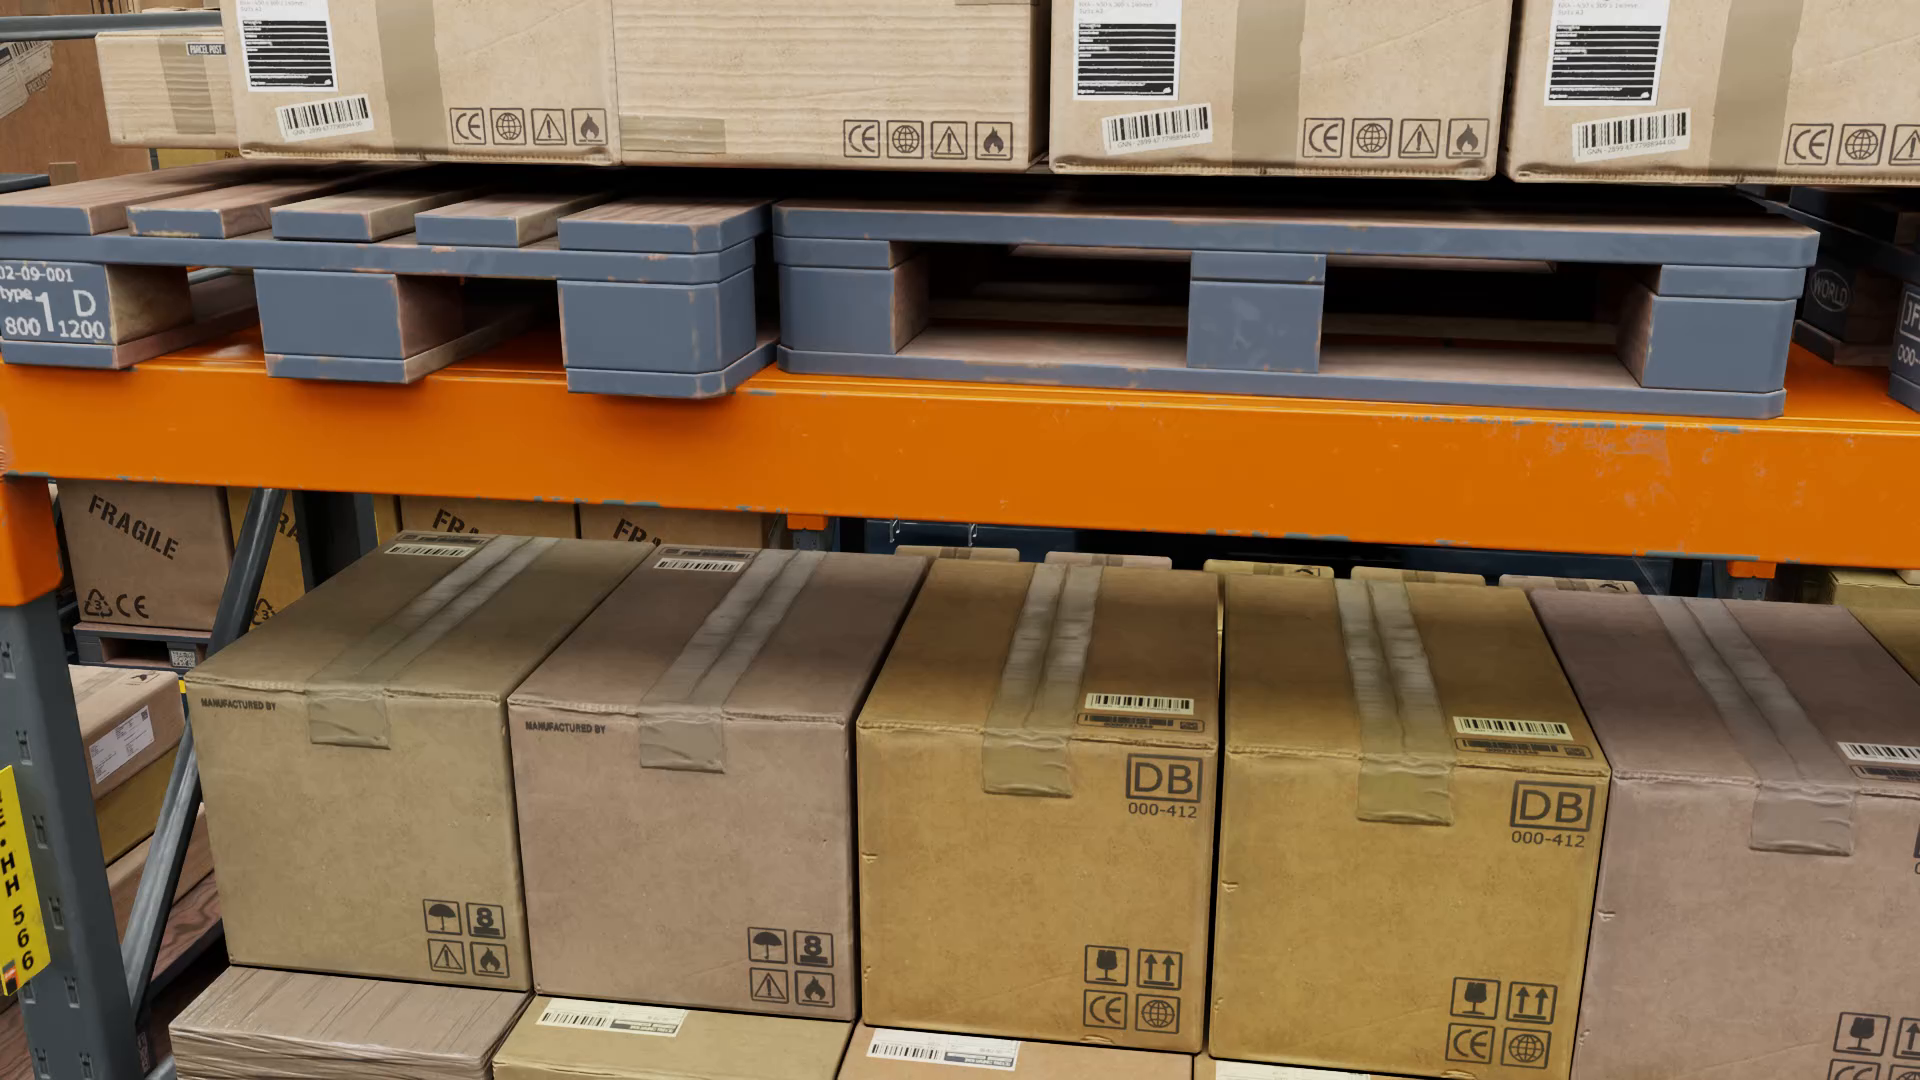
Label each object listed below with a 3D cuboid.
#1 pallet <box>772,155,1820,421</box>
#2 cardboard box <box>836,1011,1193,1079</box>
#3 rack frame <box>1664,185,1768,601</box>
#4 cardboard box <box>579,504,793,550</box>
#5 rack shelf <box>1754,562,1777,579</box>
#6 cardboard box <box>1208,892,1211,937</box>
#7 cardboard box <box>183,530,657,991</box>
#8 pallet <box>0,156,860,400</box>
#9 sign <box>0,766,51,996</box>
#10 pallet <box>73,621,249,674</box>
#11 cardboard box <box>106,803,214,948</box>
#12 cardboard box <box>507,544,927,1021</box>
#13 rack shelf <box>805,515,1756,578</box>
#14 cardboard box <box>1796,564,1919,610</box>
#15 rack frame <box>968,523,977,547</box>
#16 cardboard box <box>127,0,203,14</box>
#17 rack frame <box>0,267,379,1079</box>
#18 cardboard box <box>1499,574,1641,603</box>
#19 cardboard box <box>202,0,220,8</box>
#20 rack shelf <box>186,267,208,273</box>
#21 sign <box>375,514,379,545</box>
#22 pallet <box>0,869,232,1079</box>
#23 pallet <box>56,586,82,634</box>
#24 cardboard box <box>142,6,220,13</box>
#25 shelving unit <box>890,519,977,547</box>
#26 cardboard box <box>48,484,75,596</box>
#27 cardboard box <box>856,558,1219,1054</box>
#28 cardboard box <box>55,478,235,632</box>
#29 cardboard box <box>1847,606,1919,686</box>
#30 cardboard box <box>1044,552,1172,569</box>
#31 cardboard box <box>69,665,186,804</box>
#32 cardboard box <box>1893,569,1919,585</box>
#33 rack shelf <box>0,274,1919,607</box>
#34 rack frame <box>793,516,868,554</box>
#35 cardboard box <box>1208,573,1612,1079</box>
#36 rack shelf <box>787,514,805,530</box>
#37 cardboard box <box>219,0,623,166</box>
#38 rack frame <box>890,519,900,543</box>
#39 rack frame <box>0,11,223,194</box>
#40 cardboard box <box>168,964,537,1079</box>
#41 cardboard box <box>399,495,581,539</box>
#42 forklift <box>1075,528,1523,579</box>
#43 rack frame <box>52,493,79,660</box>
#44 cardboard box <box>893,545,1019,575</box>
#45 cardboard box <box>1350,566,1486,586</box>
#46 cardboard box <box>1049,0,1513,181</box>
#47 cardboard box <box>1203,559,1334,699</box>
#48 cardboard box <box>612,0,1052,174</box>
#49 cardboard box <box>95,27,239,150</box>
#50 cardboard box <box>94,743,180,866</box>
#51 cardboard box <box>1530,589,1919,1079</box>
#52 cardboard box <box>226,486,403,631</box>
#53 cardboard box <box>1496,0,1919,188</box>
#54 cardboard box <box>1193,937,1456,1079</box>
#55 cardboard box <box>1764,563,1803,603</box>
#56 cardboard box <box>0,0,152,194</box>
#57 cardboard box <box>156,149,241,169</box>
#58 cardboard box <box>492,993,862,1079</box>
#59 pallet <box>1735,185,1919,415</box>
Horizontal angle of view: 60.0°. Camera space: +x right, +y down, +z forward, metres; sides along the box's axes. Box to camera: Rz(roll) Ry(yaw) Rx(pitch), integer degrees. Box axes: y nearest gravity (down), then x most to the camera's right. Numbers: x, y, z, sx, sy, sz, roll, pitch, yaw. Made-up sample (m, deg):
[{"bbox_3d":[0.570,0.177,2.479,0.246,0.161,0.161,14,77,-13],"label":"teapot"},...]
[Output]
[{"bbox_3d":[0.452,-0.428,2.426,1.213,0.211,1.003,4,19,11],"label":"pallet"},{"bbox_3d":[0.104,0.943,2.598,0.500,0.500,0.500,3,19,9],"label":"cardboard box"},{"bbox_3d":[3.338,-0.521,7.133,0.127,3.000,1.000,3,19,9],"label":"rack frame"},{"bbox_3d":[-1.280,0.025,8.187,0.875,0.875,0.875,3,19,8],"label":"cardboard box"},{"bbox_3d":[5.313,-0.079,6.946,4.000,0.370,1.077,3,19,9],"label":"rack shelf"},{"bbox_3d":[0.683,0.800,3.028,0.500,0.500,0.500,3,19,10],"label":"cardboard box"},{"bbox_3d":[-0.855,0.338,2.833,0.500,0.500,0.700,3,19,8],"label":"cardboard box"},{"bbox_3d":[-0.652,-0.484,2.592,1.003,0.211,1.213,4,19,11],"label":"pallet"},{"bbox_3d":[-1.373,0.492,2.404,0.005,0.325,0.100,3,19,9],"label":"sign"},{"bbox_3d":[-3.787,0.414,8.733,1.213,0.211,1.003,3,19,9],"label":"pallet"},{"bbox_3d":[-1.706,0.668,3.314,0.250,0.149,0.380,3,19,8],"label":"cardboard box"},{"bbox_3d":[-0.355,0.363,2.759,0.500,0.500,0.700,3,19,8],"label":"cardboard box"},{"bbox_3d":[1.364,-0.281,7.548,4.000,0.370,1.077,3,19,9],"label":"rack shelf"},{"bbox_3d":[3.878,0.342,7.042,0.500,0.500,0.500,4,19,11],"label":"cardboard box"},{"bbox_3d":[0.077,-0.565,10.101,0.015,1.200,0.240,3,19,9],"label":"rack frame"},{"bbox_3d":[-3.736,-2.458,7.374,0.500,0.500,0.500,3,19,8],"label":"cardboard box"},{"bbox_3d":[-1.296,0.833,3.085,0.127,3.000,1.000,3,19,9],"label":"rack frame"},{"bbox_3d":[2.820,0.500,7.560,0.625,0.372,0.950,3,19,9],"label":"cardboard box"},{"bbox_3d":[-3.657,-2.525,7.872,0.500,0.311,0.500,3,19,9],"label":"cardboard box"},{"bbox_3d":[-3.271,-0.349,3.024,4.000,0.370,1.077,3,19,9],"label":"rack shelf"},{"bbox_3d":[-1.212,0.110,3.421,0.005,0.325,0.100,3,19,9],"label":"sign"},{"bbox_3d":[-2.017,0.922,3.123,1.003,0.211,1.213,3,19,9],"label":"pallet"},{"bbox_3d":[-5.299,0.336,8.967,1.213,0.211,1.003,3,19,9],"label":"pallet"},{"bbox_3d":[-3.367,-2.261,7.313,0.250,0.166,0.380,2,19,5],"label":"cardboard box"},{"bbox_3d":[-0.163,-0.577,10.138,0.503,1.200,0.258,3,19,9],"label":"shelving unit"},{"bbox_3d":[-5.163,0.027,8.871,0.875,0.438,0.875,3,19,8],"label":"cardboard box"},{"bbox_3d":[0.152,0.388,2.683,0.500,0.500,0.700,3,19,8],"label":"cardboard box"},{"bbox_3d":[-3.936,-0.109,8.589,0.875,0.875,0.875,4,19,10],"label":"cardboard box"},{"bbox_3d":[1.654,0.465,2.453,0.500,0.500,0.700,3,19,8],"label":"cardboard box"},{"bbox_3d":[0.675,0.391,7.887,0.625,0.372,0.950,3,19,8],"label":"cardboard box"},{"bbox_3d":[-1.726,0.387,3.215,0.250,0.149,0.380,3,19,9],"label":"cardboard box"},{"bbox_3d":[3.992,0.060,6.864,0.250,0.149,0.380,3,19,9],"label":"cardboard box"},{"bbox_3d":[0.678,-0.147,2.422,4.000,0.370,1.077,3,19,9],"label":"rack shelf"},{"bbox_3d":[-0.611,-0.722,7.735,0.127,3.000,1.000,3,19,9],"label":"rack frame"},{"bbox_3d":[0.656,0.413,2.607,0.500,0.500,0.700,3,19,8],"label":"cardboard box"},{"bbox_3d":[-2.586,-0.482,8.150,4.000,0.370,1.077,3,19,9],"label":"rack shelf"},{"bbox_3d":[-0.617,-0.688,2.226,0.500,0.311,0.500,3,19,9],"label":"cardboard box"},{"bbox_3d":[-0.404,-0.590,10.174,0.015,1.200,0.240,3,19,9],"label":"rack frame"},{"bbox_3d":[-1.296,-2.011,2.133,0.127,3.000,1.000,3,19,9],"label":"rack frame"},{"bbox_3d":[-0.896,0.893,2.749,0.500,0.500,0.500,3,19,9],"label":"cardboard box"},{"bbox_3d":[-2.160,-0.021,8.325,0.875,0.875,0.875,3,19,9],"label":"cardboard box"},{"bbox_3d":[2.232,-1.305,9.585,3.031,2.935,1.130,2,19,6],"label":"forklift"},{"bbox_3d":[-4.560,-0.924,8.336,0.127,3.000,1.000,3,19,9],"label":"rack frame"},{"bbox_3d":[-0.055,0.356,7.991,0.625,0.372,0.950,2,19,5],"label":"cardboard box"},{"bbox_3d":[2.110,0.465,7.665,0.625,0.372,0.950,4,19,12],"label":"cardboard box"},{"bbox_3d":[0.385,-0.637,2.073,0.500,0.311,0.500,3,19,8],"label":"cardboard box"},{"bbox_3d":[1.423,0.431,7.768,0.625,0.372,0.950,4,19,10],"label":"cardboard box"},{"bbox_3d":[-0.122,-0.634,2.160,0.500,0.250,0.500,3,19,10],"label":"cardboard box"},{"bbox_3d":[-0.992,-0.650,2.366,0.250,0.149,0.380,2,19,6],"label":"cardboard box"},{"bbox_3d":[-1.742,0.525,3.271,0.250,0.149,0.380,4,19,11],"label":"cardboard box"},{"bbox_3d":[1.155,0.439,2.530,0.500,0.500,0.700,3,19,9],"label":"cardboard box"},{"bbox_3d":[-3.042,-0.066,8.460,0.875,0.875,0.875,3,19,10],"label":"cardboard box"},{"bbox_3d":[0.887,-0.611,1.996,0.500,0.311,0.500,2,19,7],"label":"cardboard box"},{"bbox_3d":[0.596,0.969,2.521,0.500,0.500,0.500,3,19,8],"label":"cardboard box"},{"bbox_3d":[3.965,0.174,7.546,0.500,0.500,0.500,3,19,8],"label":"cardboard box"},{"bbox_3d":[-1.818,-0.749,2.928,0.500,0.500,0.500,3,19,9],"label":"cardboard box"},{"bbox_3d":[-5.840,-2.923,12.898,0.500,0.500,0.500,3,19,10],"label":"cardboard box"},{"bbox_3d":[-0.394,0.918,2.675,0.500,0.500,0.500,3,19,8],"label":"cardboard box"},{"bbox_3d":[1.740,-0.328,2.129,1.217,0.209,0.805,2,19,6],"label":"pallet"}]
